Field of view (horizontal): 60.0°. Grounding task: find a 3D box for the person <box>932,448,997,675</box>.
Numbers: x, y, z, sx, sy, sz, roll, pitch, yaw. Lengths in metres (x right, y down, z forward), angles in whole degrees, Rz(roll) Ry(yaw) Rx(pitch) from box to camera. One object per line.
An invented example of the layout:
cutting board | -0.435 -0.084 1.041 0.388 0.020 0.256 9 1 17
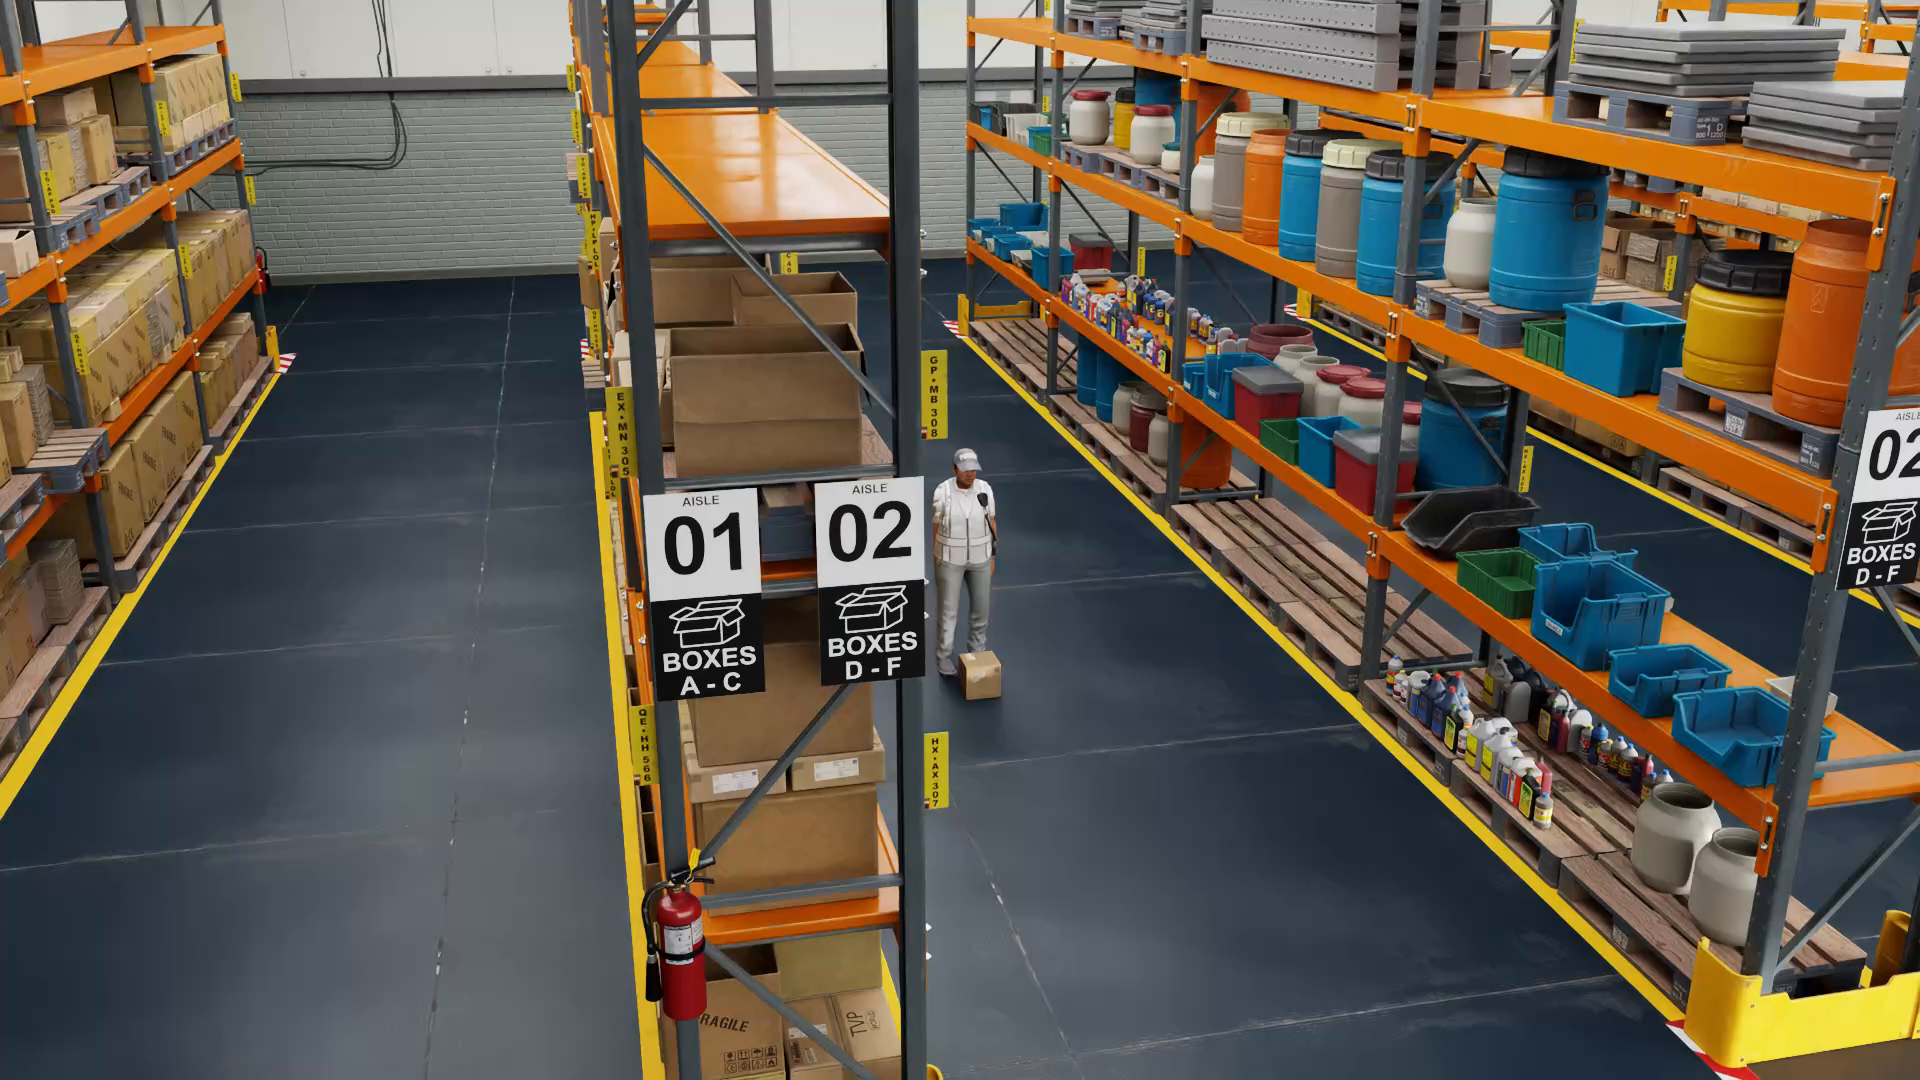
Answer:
person | 0.040 0.147 11.952 0.466 1.662 0.391 -4 20 -11
